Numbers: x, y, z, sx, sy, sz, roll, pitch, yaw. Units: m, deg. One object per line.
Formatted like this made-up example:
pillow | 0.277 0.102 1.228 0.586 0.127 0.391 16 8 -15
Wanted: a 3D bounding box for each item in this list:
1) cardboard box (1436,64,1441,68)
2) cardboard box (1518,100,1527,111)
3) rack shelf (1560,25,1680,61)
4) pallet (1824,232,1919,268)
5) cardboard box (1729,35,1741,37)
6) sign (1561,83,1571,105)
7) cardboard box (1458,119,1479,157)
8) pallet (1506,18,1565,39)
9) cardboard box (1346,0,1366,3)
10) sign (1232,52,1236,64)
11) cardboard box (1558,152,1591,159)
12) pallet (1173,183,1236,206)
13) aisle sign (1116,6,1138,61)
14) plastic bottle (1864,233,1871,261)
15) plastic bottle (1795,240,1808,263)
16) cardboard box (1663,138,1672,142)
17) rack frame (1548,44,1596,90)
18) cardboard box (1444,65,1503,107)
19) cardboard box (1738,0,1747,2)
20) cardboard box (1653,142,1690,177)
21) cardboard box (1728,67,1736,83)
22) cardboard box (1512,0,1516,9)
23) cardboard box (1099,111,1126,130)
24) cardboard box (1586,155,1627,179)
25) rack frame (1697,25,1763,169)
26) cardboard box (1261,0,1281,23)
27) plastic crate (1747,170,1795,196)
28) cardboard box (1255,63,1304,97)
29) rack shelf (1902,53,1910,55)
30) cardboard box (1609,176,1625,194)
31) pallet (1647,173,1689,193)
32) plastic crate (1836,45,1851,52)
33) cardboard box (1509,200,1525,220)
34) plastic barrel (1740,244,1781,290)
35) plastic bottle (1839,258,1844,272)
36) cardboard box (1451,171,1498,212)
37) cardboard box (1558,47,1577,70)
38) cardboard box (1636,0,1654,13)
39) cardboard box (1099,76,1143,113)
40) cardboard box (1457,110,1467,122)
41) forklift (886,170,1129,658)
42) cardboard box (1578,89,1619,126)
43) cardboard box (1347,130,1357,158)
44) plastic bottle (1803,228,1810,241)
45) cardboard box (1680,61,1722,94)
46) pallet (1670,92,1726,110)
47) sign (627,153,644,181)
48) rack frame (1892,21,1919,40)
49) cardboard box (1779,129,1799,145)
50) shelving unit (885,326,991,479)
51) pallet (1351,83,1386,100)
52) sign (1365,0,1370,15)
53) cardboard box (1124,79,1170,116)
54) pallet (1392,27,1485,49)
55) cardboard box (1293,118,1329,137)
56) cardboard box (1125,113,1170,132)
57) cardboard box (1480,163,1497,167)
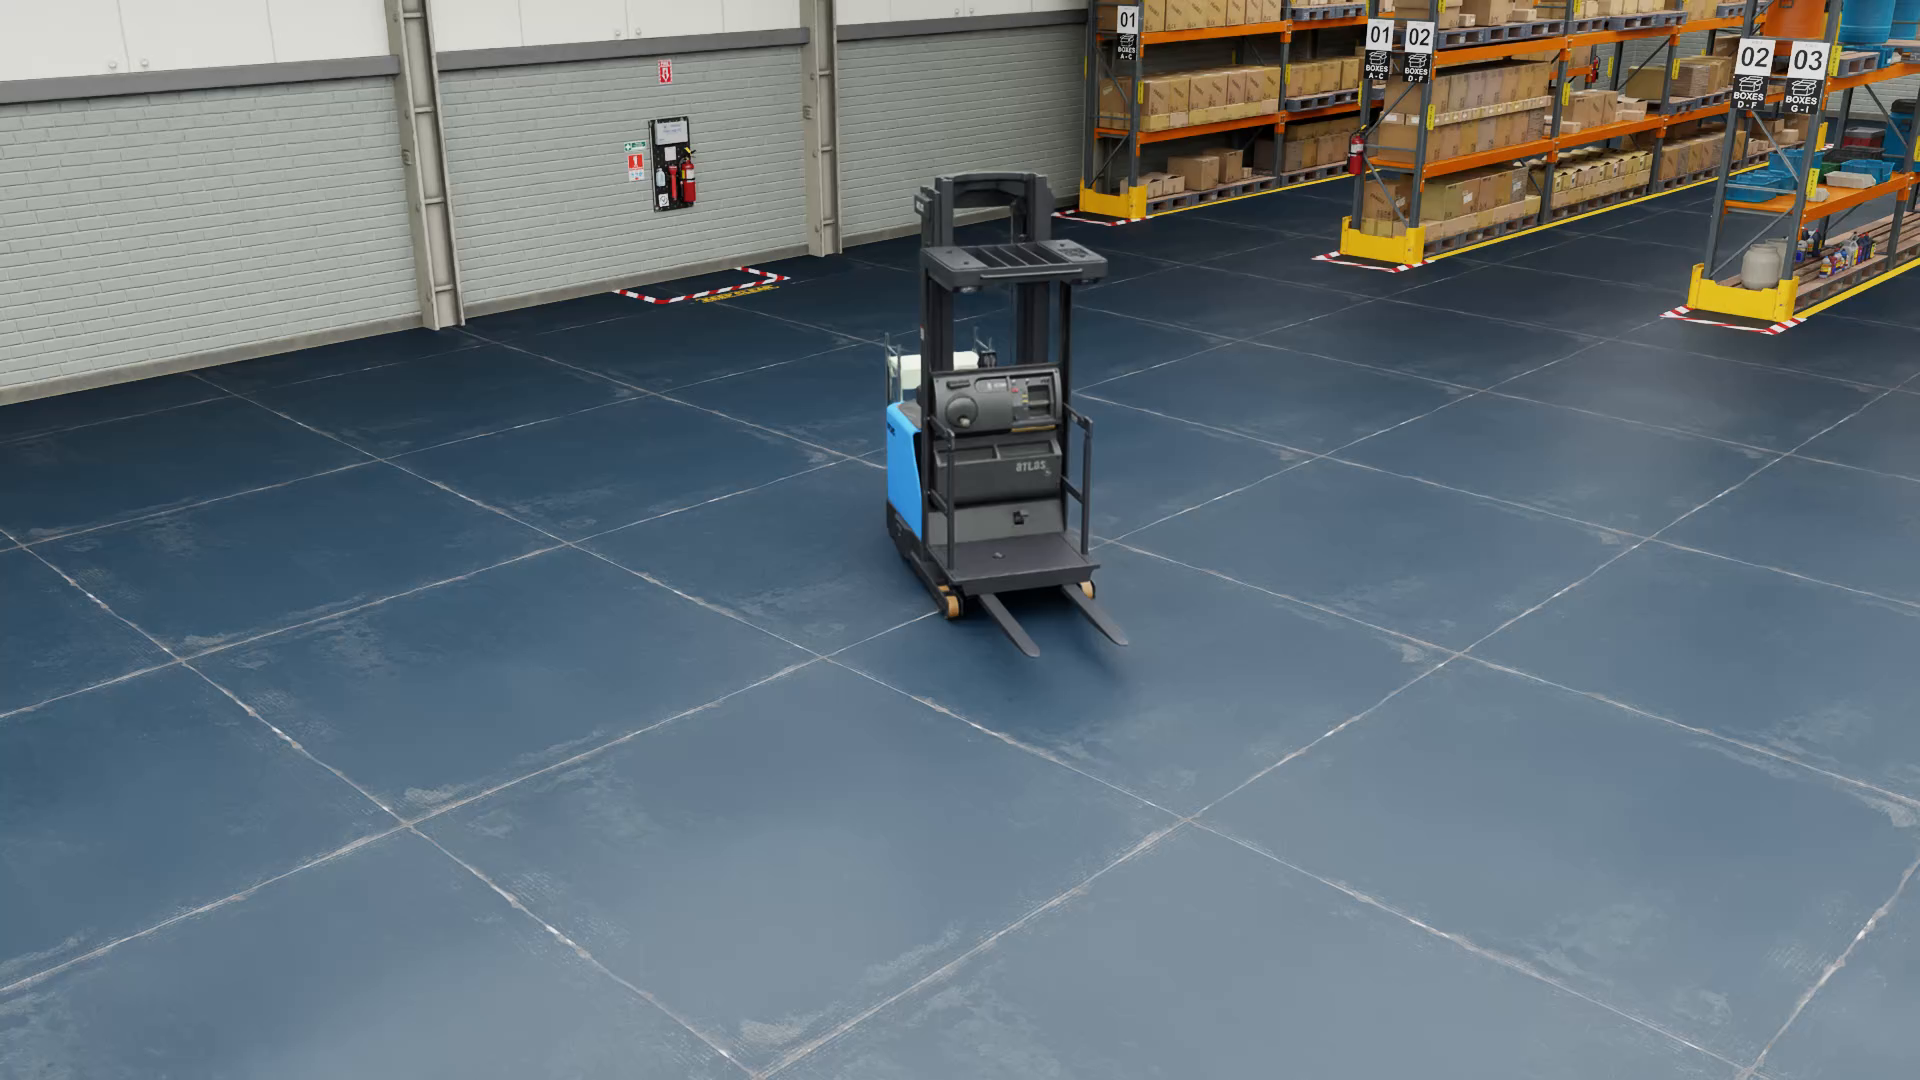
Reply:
cardboard box | 8.867 -9.074 31.919 0.500 0.500 0.500 -19 28 -40
cardboard box | 8.161 -6.446 24.620 0.380 0.149 0.250 19 28 41
rack shelf | 10.130 -7.997 26.522 1.077 0.370 4.000 19 28 41
pallet | 12.801 -4.088 23.416 1.003 0.211 1.213 19 28 41
cardboard box | 14.838 -9.316 31.597 0.500 0.500 0.500 19 28 40
sign | 9.133 -6.721 25.063 0.100 0.325 0.005 19 28 41
cardboard box | 6.992 -5.816 23.887 0.700 0.500 0.500 19 28 41
pallet | 8.158 -7.552 24.484 1.003 0.211 1.213 19 28 41
cardboard box | 7.002 -9.833 30.125 0.637 0.503 0.797 -15 26 -35
sign | 4.783 -8.336 28.968 0.100 0.325 0.005 19 28 41
cardboard box | 10.231 -6.292 27.730 0.500 0.311 0.500 18 28 39
pallet | 3.888 -5.859 28.025 1.003 0.211 1.213 19 28 41
aisle sign | 2.557 -7.749 25.431 0.394 0.787 0.004 19 28 41
plastic bottle | 12.038 -3.909 22.143 0.144 0.351 0.185 18 28 39
plastic bottle | 11.116 -3.820 22.015 0.152 0.276 0.135 19 28 41
cardboard box | 12.371 -6.918 29.762 0.500 0.500 0.500 18 27 39
rack frame | 13.554 -10.742 36.842 1.000 3.000 0.127 19 28 41
cardboard box | 7.379 -6.568 24.035 0.700 0.500 0.500 19 28 41
cardboard box | 13.911 -10.054 30.005 0.600 0.600 0.600 16 26 36
cardboard box | 12.408 -6.667 29.110 0.500 0.500 0.500 18 27 39
cardboard box | 14.480 -8.714 31.427 0.500 0.500 0.500 -20 28 -41
cardboard box | 7.818 -7.836 24.444 0.500 0.311 0.500 17 27 38
cardboard box | 2.580 -6.737 26.603 0.500 0.250 0.500 -20 28 -41
cardboard box | 10.624 -6.161 27.387 0.500 0.311 0.500 19 28 40
rack frame | 14.315 -8.475 30.944 1.000 3.000 0.127 19 28 41
cardboard box | 5.006 -8.921 27.756 0.500 0.500 0.500 -19 28 -41
plastic crate | 10.082 -4.449 20.677 0.499 0.251 0.408 19 28 41
cardboard box | 5.562 -8.032 29.038 0.700 0.500 0.500 19 28 41
rack shelf | 13.676 -6.756 23.294 1.077 0.370 4.000 19 28 41
cardboard box | 10.623 -5.901 27.494 0.500 0.250 0.500 -19 28 -41
pallet | 12.073 -6.328 29.243 1.003 0.211 1.213 19 28 41
plastic crate | 10.985 -6.142 20.987 0.336 0.188 0.450 19 28 41
cardboard box | 8.212 -5.031 25.231 0.500 0.250 0.500 19 28 41
plastic barrel | 9.895 -3.373 20.551 0.421 0.512 0.421 0 21 0
plastic bottle | 11.357 -3.576 21.485 0.097 0.201 0.097 0 21 0
cardboard box | 7.526 -5.120 24.417 0.500 0.500 0.500 19 28 41
cardboard box | 12.706 -10.559 35.947 0.980 0.700 0.700 19 28 40
cardboard box | 10.896 -8.703 26.979 0.500 0.250 0.500 -19 28 -41
cardboard box | 2.569 -7.093 26.484 0.500 0.500 0.500 19 28 40
cardboard box | 6.907 -5.984 23.418 0.380 0.149 0.250 19 28 40
forklift | 0.332 -0.974 11.524 1.130 2.935 3.031 -6 22 -16
cardboard box | 10.366 -7.058 27.118 0.500 0.500 0.500 17 27 38
cardboard box | 7.066 -7.423 31.077 0.700 0.500 0.500 19 28 41
plastic bottle | 11.421 -4.043 22.492 0.185 0.351 0.144 -19 28 -41
cardboard box | 13.127 -8.248 29.628 0.700 0.500 0.500 12 24 27
pallet | 12.878 -7.858 29.606 1.003 0.211 1.213 19 28 41
sign | -4.136 -4.758 21.223 0.001 0.329 0.234 19 28 41
rack frame | 12.281 -7.978 21.289 1.000 3.000 0.127 19 28 41
cardboard box | 16.219 -7.987 32.893 0.500 0.250 0.500 19 28 41
shelving unit | -0.175 -0.911 13.355 0.755 1.500 0.431 -6 22 -16
pallet | 7.552 -8.386 30.980 1.213 0.211 1.003 19 28 41
sign | 5.565 -7.306 22.598 0.100 0.325 0.005 19 28 41
cardboard box | 2.941 -6.966 26.154 0.500 0.500 0.500 19 28 41
pallet | 6.456 -6.925 22.852 1.003 0.211 1.213 19 28 41
cardboard box | 6.349 -7.488 30.202 0.500 0.250 0.500 18 28 39
cardboard box | 2.960 -6.615 26.284 0.500 0.250 0.500 18 28 39
cardboard box | 7.844 -5.510 25.431 0.500 0.500 0.500 19 28 41
